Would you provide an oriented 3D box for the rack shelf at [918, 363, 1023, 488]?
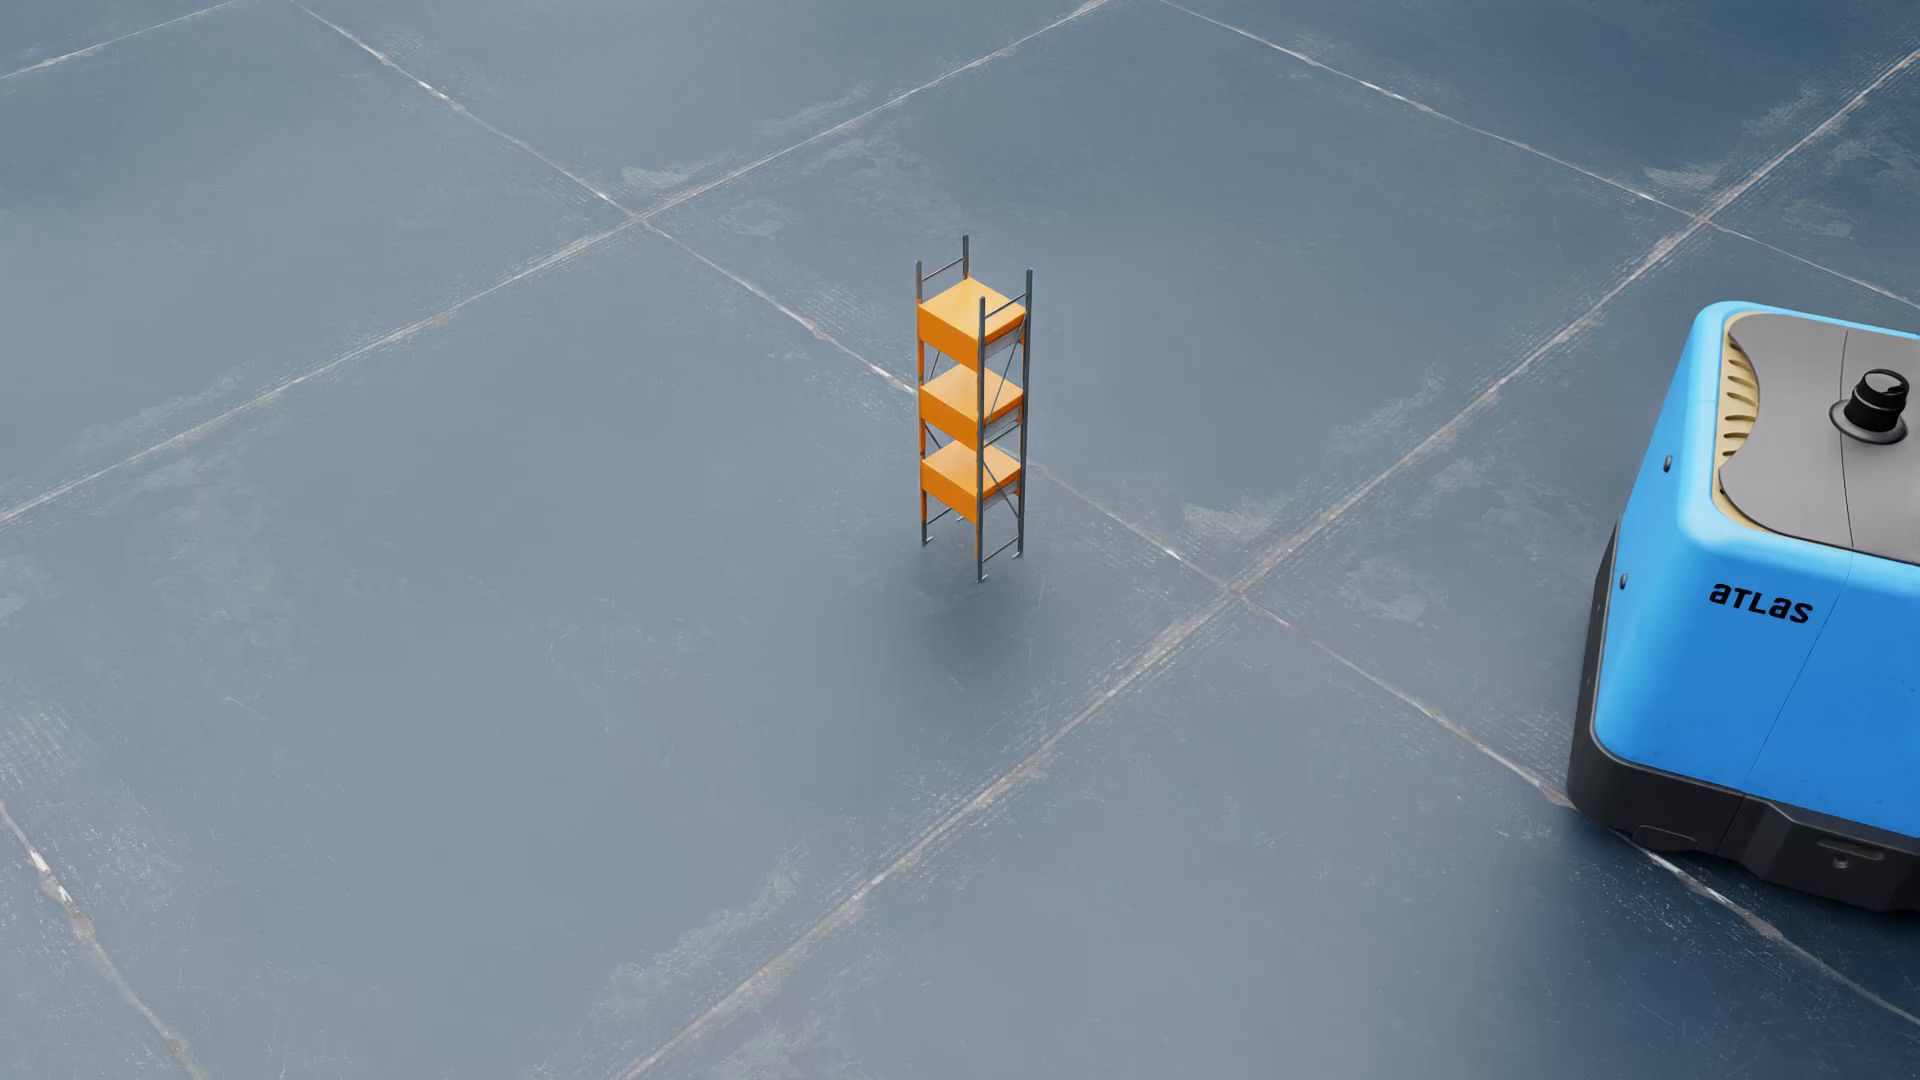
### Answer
[{"bbox_3d":[0.038,-0.352,4.873,0.215,0.259,0.240,-34,53,-31],"label":"rack shelf"}]

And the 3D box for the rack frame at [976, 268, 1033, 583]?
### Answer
[{"bbox_3d":[0.124,-0.301,4.802,0.200,1.050,0.008,-34,53,-31],"label":"rack frame"}]

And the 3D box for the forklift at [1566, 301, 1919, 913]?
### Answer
[{"bbox_3d":[3.184,-0.273,3.386,3.031,2.935,1.130,14,45,15],"label":"forklift"}]

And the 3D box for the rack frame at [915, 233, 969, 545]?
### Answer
[{"bbox_3d":[-0.048,-0.418,4.929,0.200,1.050,0.008,-34,53,-31],"label":"rack frame"}]

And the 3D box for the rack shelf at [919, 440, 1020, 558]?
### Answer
[{"bbox_3d":[0.038,-0.148,5.062,0.215,0.259,0.240,-34,53,-31],"label":"rack shelf"}]

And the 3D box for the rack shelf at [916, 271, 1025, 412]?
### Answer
[{"bbox_3d":[0.038,-0.561,4.680,0.215,0.259,0.240,-34,53,-31],"label":"rack shelf"}]

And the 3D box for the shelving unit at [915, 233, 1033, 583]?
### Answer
[{"bbox_3d":[0.038,-0.360,4.866,0.215,1.050,0.252,-34,53,-31],"label":"shelving unit"}]
